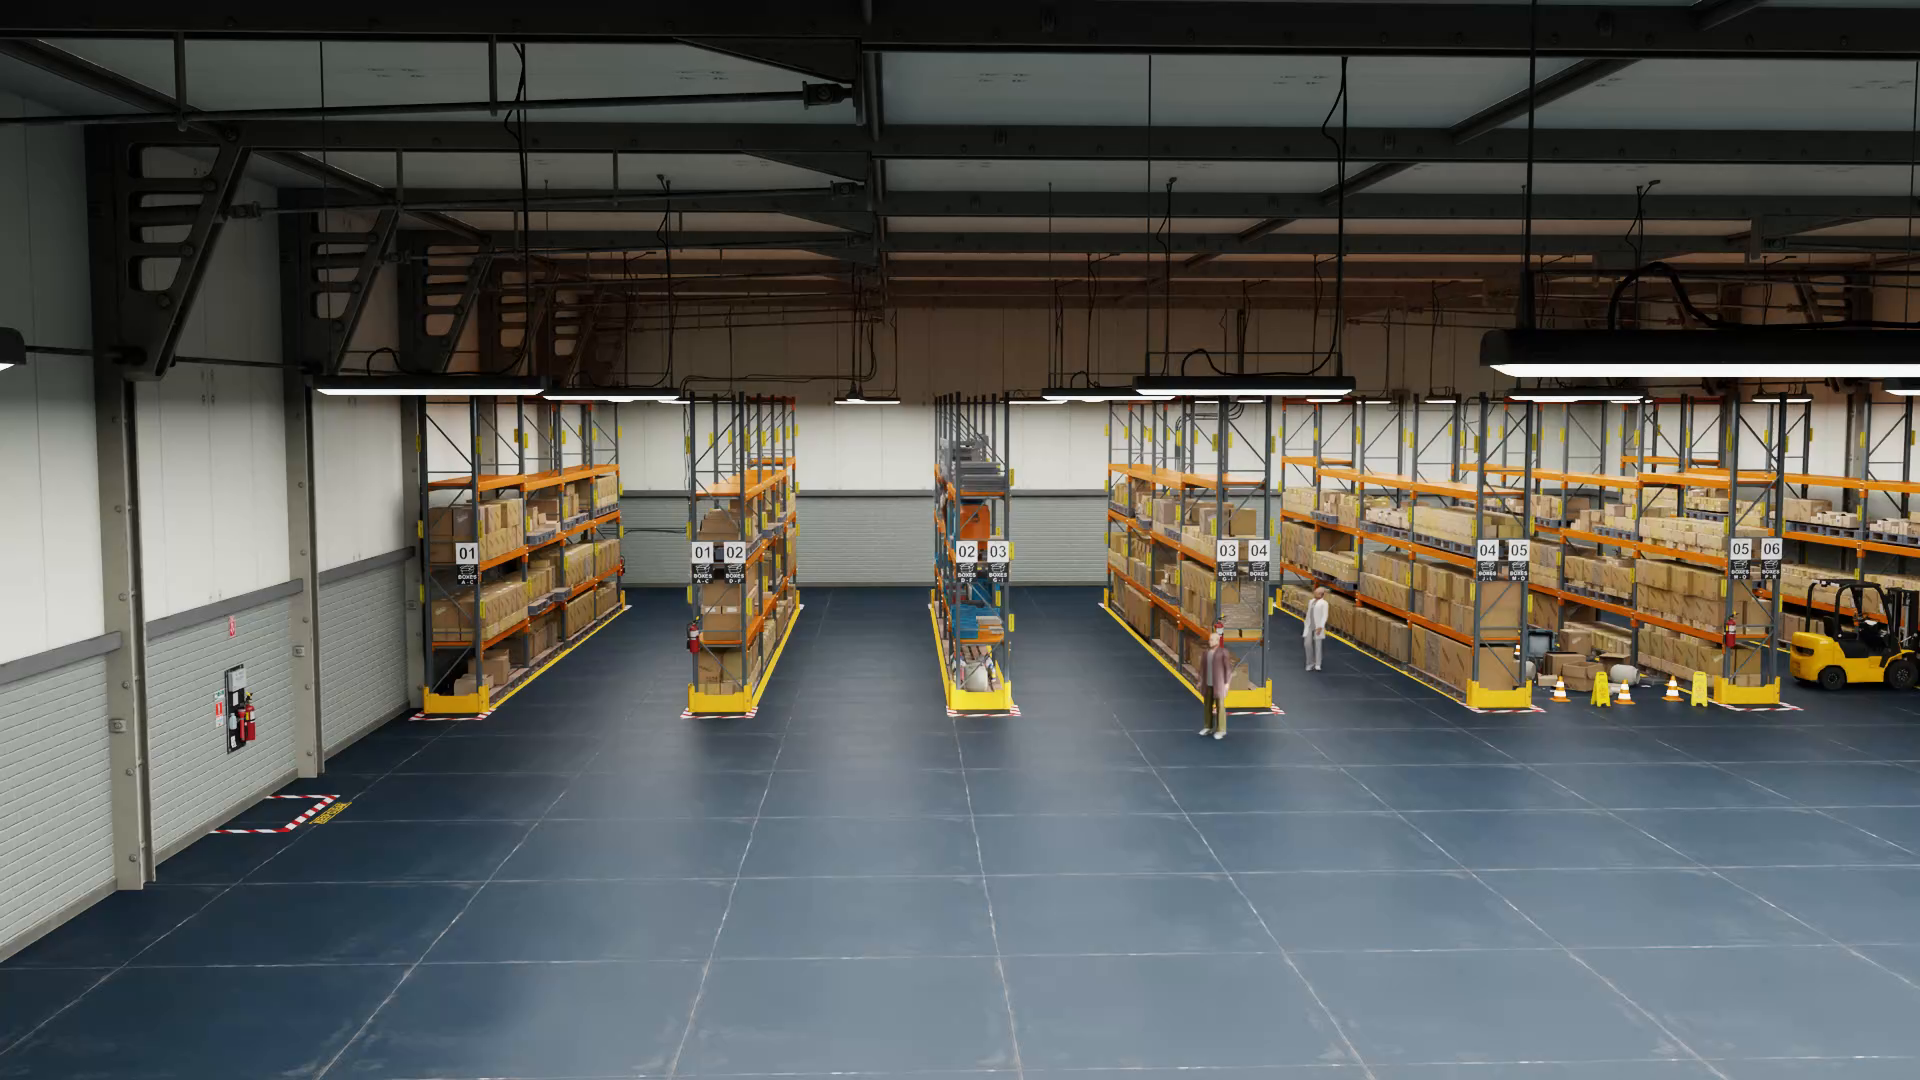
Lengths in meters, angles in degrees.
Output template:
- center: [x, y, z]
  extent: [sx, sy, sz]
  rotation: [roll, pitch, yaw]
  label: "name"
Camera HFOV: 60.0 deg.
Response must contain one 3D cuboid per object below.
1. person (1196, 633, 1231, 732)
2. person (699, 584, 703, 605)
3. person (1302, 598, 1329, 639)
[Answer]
- center: [4.406, 2.470, 28.932]
  extent: [0.626, 1.704, 0.326]
  rotation: [4, 6, 42]
  label: "person"
- center: [-7.275, 1.041, 47.444]
  extent: [0.398, 1.622, 0.492]
  rotation: [2, 5, 24]
  label: "person"
- center: [7.737, 1.704, 36.199]
  extent: [0.599, 0.918, 0.537]
  rotation: [3, 5, 29]
  label: "person"
